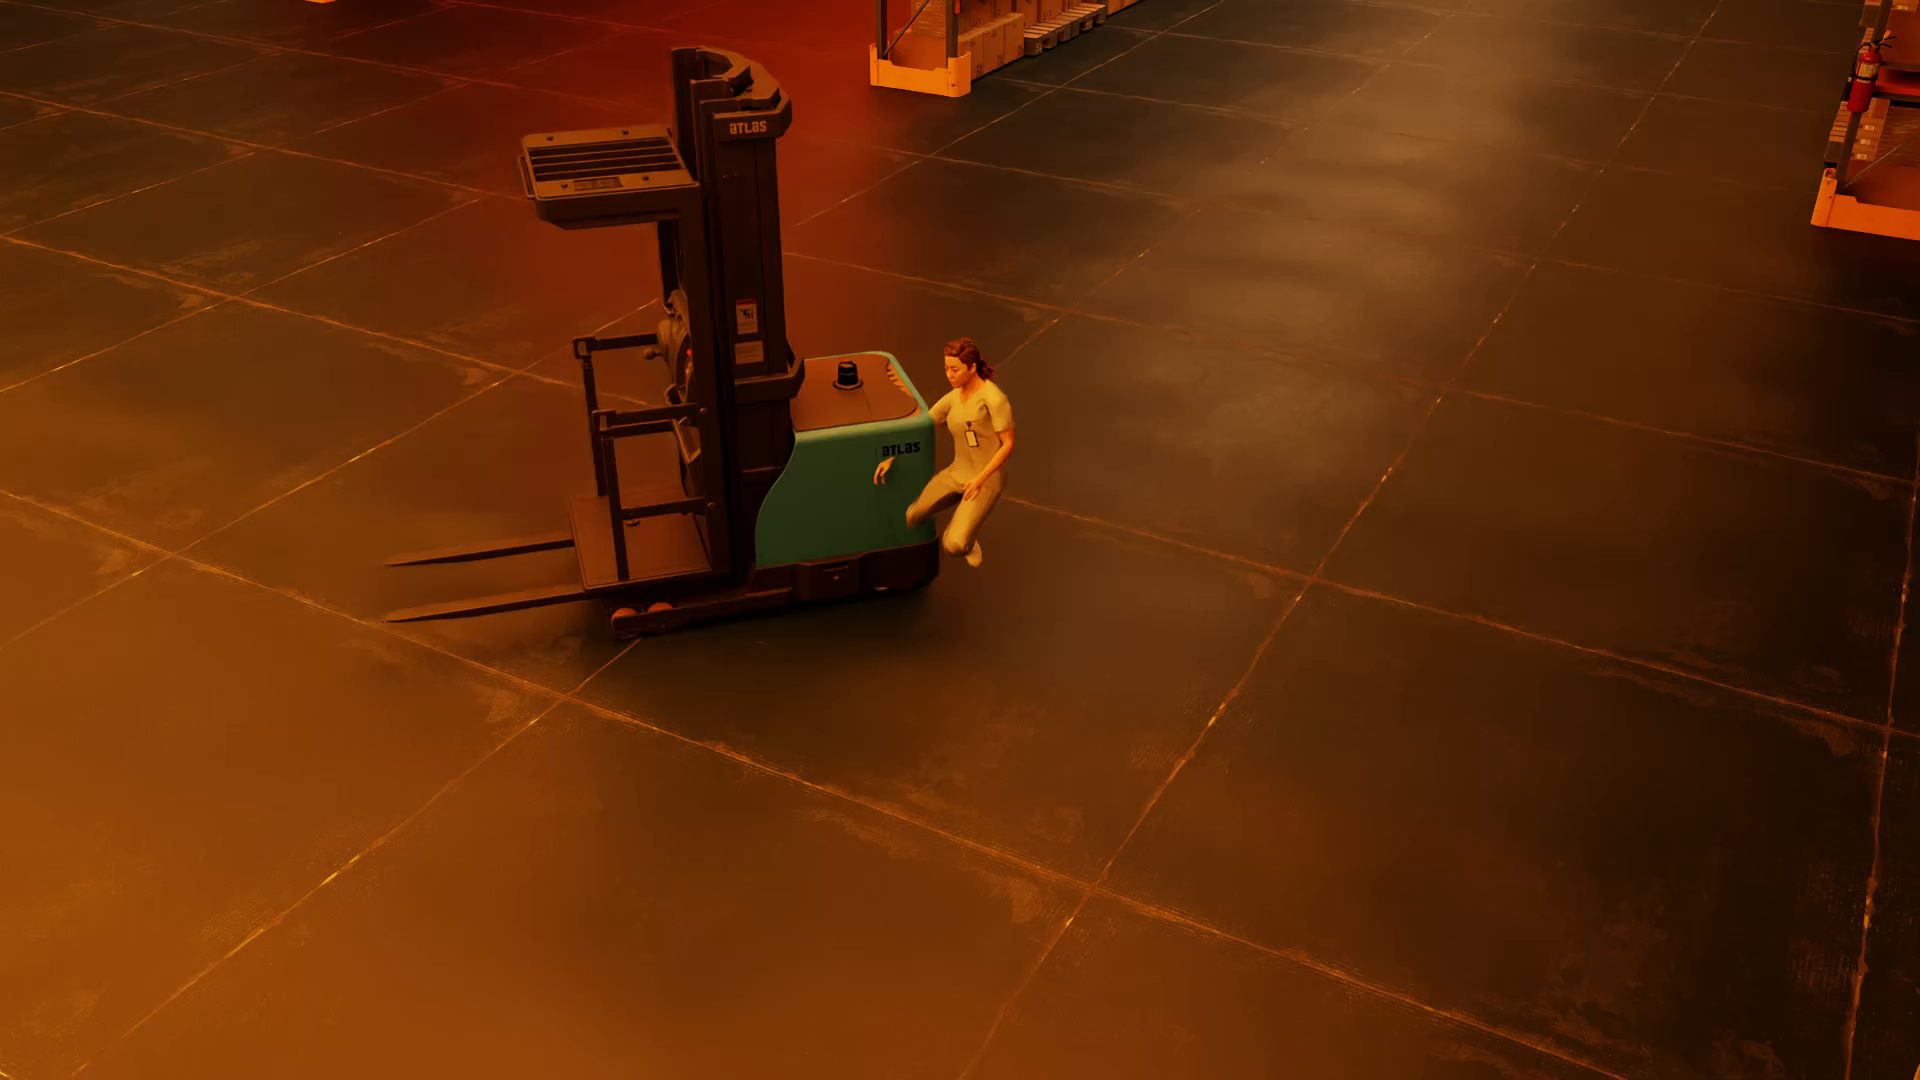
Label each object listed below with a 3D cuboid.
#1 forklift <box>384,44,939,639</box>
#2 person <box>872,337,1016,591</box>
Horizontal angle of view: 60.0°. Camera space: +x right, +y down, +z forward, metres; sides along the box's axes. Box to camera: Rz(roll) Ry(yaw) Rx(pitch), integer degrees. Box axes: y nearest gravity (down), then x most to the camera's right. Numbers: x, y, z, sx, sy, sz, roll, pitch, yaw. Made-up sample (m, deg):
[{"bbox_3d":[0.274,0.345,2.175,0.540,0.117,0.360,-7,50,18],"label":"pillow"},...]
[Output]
[{"bbox_3d":[-1.695,-1.025,8.847,3.031,2.935,1.130,-9,31,-15],"label":"forklift"},{"bbox_3d":[-0.085,-0.344,9.077,0.697,1.518,0.719,-24,38,-35],"label":"person"}]
